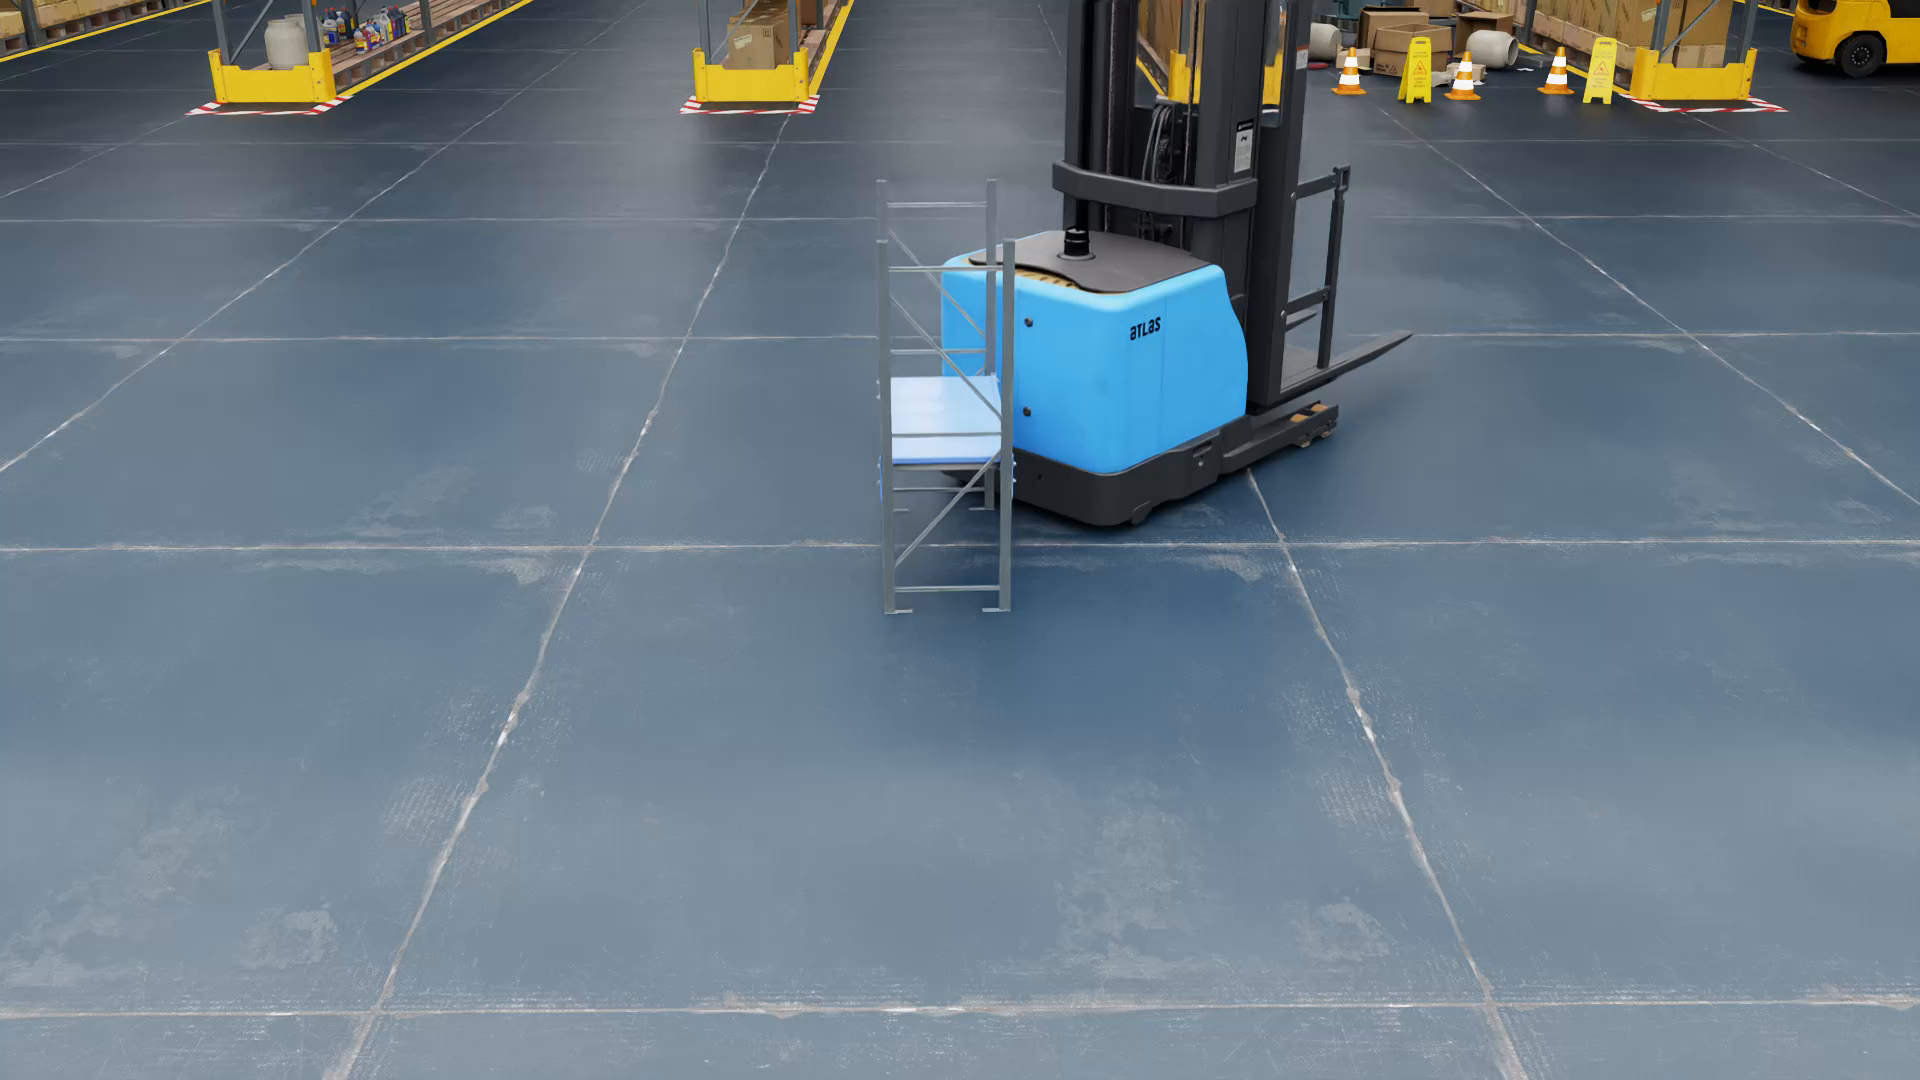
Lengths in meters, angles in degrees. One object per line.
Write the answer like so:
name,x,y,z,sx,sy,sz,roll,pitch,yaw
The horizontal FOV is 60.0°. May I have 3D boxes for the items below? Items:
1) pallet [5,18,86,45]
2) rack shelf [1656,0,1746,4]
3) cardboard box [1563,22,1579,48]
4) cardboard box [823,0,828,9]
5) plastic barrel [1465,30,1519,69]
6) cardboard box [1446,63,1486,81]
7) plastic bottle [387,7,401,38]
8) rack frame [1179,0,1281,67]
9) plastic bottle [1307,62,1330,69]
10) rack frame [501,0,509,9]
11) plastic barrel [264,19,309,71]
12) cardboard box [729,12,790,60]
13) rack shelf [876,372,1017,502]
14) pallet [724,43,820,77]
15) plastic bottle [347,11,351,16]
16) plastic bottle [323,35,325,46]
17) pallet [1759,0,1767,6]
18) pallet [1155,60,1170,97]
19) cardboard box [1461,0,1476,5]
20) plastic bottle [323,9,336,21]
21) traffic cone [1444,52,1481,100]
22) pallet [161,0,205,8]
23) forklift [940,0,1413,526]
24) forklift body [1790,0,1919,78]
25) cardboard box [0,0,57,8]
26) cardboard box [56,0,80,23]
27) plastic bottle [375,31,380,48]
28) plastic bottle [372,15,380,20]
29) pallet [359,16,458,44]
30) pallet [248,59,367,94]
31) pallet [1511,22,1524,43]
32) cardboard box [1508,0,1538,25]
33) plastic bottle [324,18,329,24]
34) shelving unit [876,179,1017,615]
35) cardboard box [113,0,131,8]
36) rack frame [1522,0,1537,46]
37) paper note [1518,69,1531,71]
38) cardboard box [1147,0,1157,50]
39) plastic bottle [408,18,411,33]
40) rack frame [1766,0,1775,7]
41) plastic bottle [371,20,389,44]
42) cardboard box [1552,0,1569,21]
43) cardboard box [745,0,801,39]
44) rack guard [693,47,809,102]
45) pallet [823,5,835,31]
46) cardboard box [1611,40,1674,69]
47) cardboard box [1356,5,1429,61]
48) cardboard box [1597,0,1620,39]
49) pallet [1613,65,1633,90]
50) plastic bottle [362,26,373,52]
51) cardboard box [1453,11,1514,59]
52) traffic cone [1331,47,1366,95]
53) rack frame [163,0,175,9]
pallet,-12.179,-6.630,21.652,1.003,0.211,1.213,0,24,-1
rack shelf,7.705,-6.532,18.927,1.077,0.370,4.000,0,24,-1
cardboard box,7.445,-5.940,19.571,0.500,0.250,0.500,-1,24,-1
cardboard box,-2.211,-7.611,22.939,0.700,0.500,0.500,2,24,4
plastic barrel,6.190,-5.707,19.354,0.512,0.421,0.421,19,30,35
cardboard box,5.692,-5.268,18.717,0.380,0.149,0.250,13,27,27
plastic bottle,-6.882,-6.268,20.149,0.144,0.351,0.185,-1,24,-3
rack frame,2.778,-5.972,16.815,1.000,3.000,0.127,0,24,-1
plastic bottle,4.177,-5.546,19.438,0.283,0.061,0.133,-9,26,-19
rack frame,-7.223,-9.266,24.097,1.000,3.000,0.127,0,24,-1
plastic barrel,-7.219,-5.298,17.833,0.421,0.512,0.421,0,24,0
cardboard box,-2.214,-5.548,18.400,0.500,0.500,0.500,6,25,13
rack shelf,-0.074,-0.442,6.843,0.538,0.185,1.000,-1,24,-2
pallet,-2.168,-5.589,19.351,1.003,0.211,1.213,0,24,-1
plastic bottle,-7.477,-6.315,20.334,0.061,0.283,0.133,0,24,-1
plastic bottle,-7.446,-5.819,19.338,0.097,0.201,0.097,0,24,0
pallet,12.632,-8.394,25.553,1.003,0.211,1.213,0,24,-1
pallet,2.691,-5.031,18.117,1.003,0.211,1.213,0,24,-1
cardboard box,7.652,-7.790,23.513,0.950,0.372,0.625,-1,24,-2
plastic bottle,-7.583,-6.199,19.996,0.144,0.351,0.185,-1,24,-3
traffic cone,5.326,-4.907,17.537,0.336,0.463,0.334,0,24,-1
pallet,-12.146,-8.282,25.306,1.003,0.211,1.213,0,24,-1
forklift,1.262,-1.919,7.937,1.130,2.935,3.031,20,31,38
forklift body,10.845,-6.446,18.893,2.313,2.155,1.214,0,24,-1
cardboard box,-11.888,-6.962,21.150,0.500,0.311,0.500,0,24,0
cardboard box,-11.893,-6.913,21.723,0.500,0.250,0.500,0,24,1
plastic bottle,-6.850,-5.867,19.443,0.097,0.201,0.097,0,24,0
plastic bottle,-7.030,-6.223,20.140,0.152,0.276,0.135,0,24,-1
pallet,-7.227,-6.670,21.742,1.003,0.211,1.213,0,24,-1
pallet,-7.187,-5.065,18.192,1.003,0.211,1.213,0,24,-1
pallet,7.673,-6.735,21.884,1.003,0.211,1.213,0,24,-1
cardboard box,7.675,-6.895,21.533,0.950,0.372,0.625,0,24,0
plastic bottle,-7.544,-6.102,19.879,0.097,0.271,0.097,0,24,0
shelving unit,-0.074,-0.605,6.769,0.538,1.500,1.048,-1,24,-2
cardboard box,-11.915,-7.548,23.127,0.500,0.250,0.500,0,24,1
rack frame,7.683,-7.684,20.600,1.000,3.000,0.127,0,24,-1
paper note,6.571,-5.465,19.297,0.142,0.019,0.148,-9,26,-19
cardboard box,2.685,-6.213,19.416,0.875,0.875,0.875,0,24,0
plastic bottle,-6.864,-6.395,20.611,0.097,0.201,0.097,0,24,0
rack frame,12.603,-9.356,24.298,1.000,3.000,0.127,0,24,-1
plastic bottle,-6.881,-6.034,19.722,0.152,0.276,0.135,0,24,0
cardboard box,7.437,-6.500,19.898,0.500,0.500,0.500,1,24,2
cardboard box,-2.248,-6.291,20.044,0.500,0.500,0.500,8,25,16
rack guard,-2.184,-4.884,17.442,1.175,0.500,0.348,0,24,-1
pallet,-2.253,-7.194,22.900,1.003,0.211,1.213,0,24,-1
cardboard box,7.448,-5.316,18.192,0.500,0.250,0.500,0,24,-1
cardboard box,5.157,-6.058,19.870,0.797,0.637,0.503,0,24,-1
cardboard box,7.448,-5.860,18.484,0.500,0.500,0.500,1,24,1
pallet,7.752,-5.132,18.340,1.003,0.211,1.213,0,24,-1
plastic bottle,-6.828,-5.774,19.139,0.061,0.283,0.133,0,24,0
cardboard box,6.334,-6.099,20.125,0.500,0.500,0.500,19,30,35
traffic cone,4.192,-5.042,17.836,0.336,0.463,0.334,0,24,-1
rack frame,-12.176,-9.245,24.051,1.000,3.000,0.127,0,24,-1
